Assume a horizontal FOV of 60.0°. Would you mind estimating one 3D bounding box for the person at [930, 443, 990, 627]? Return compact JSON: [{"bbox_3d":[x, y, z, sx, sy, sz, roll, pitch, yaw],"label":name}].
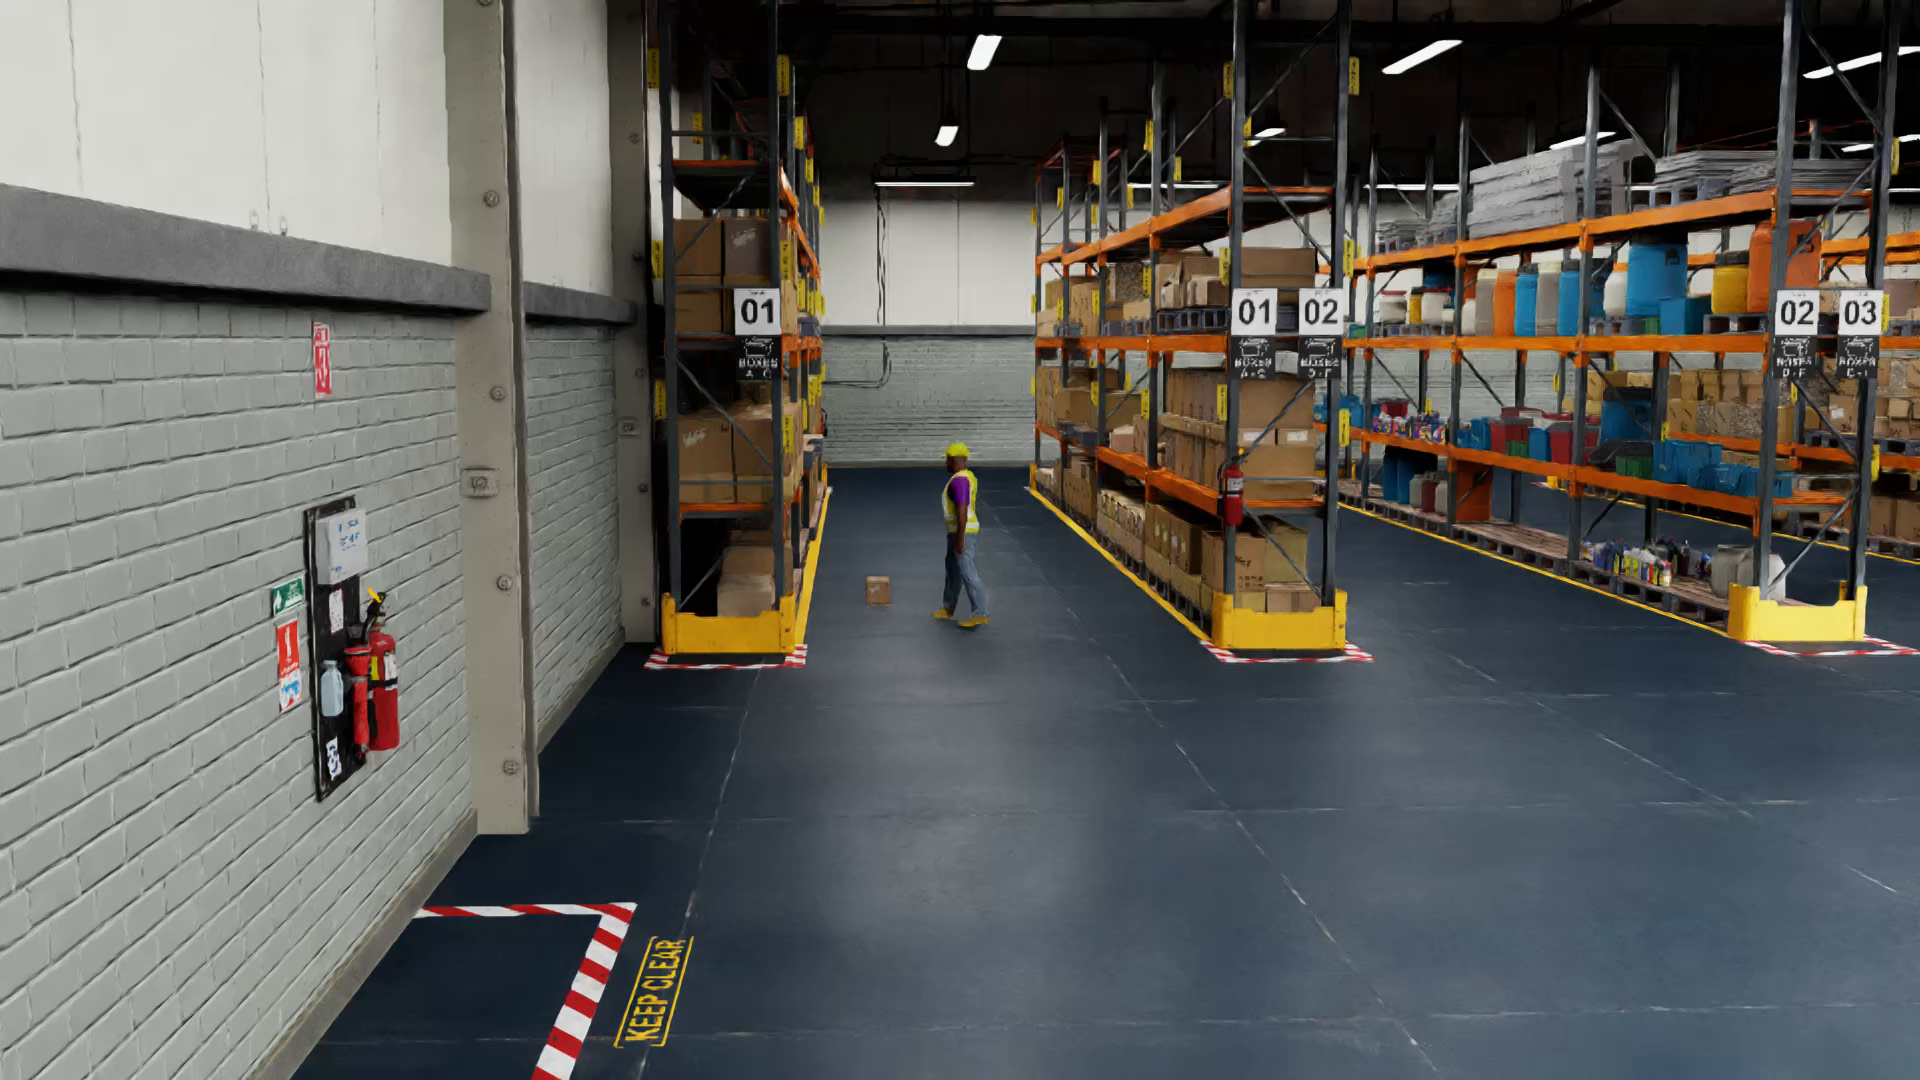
[{"bbox_3d":[0.003,-0.064,16.210,0.599,1.762,0.634,0,7,3],"label":"person"}]
